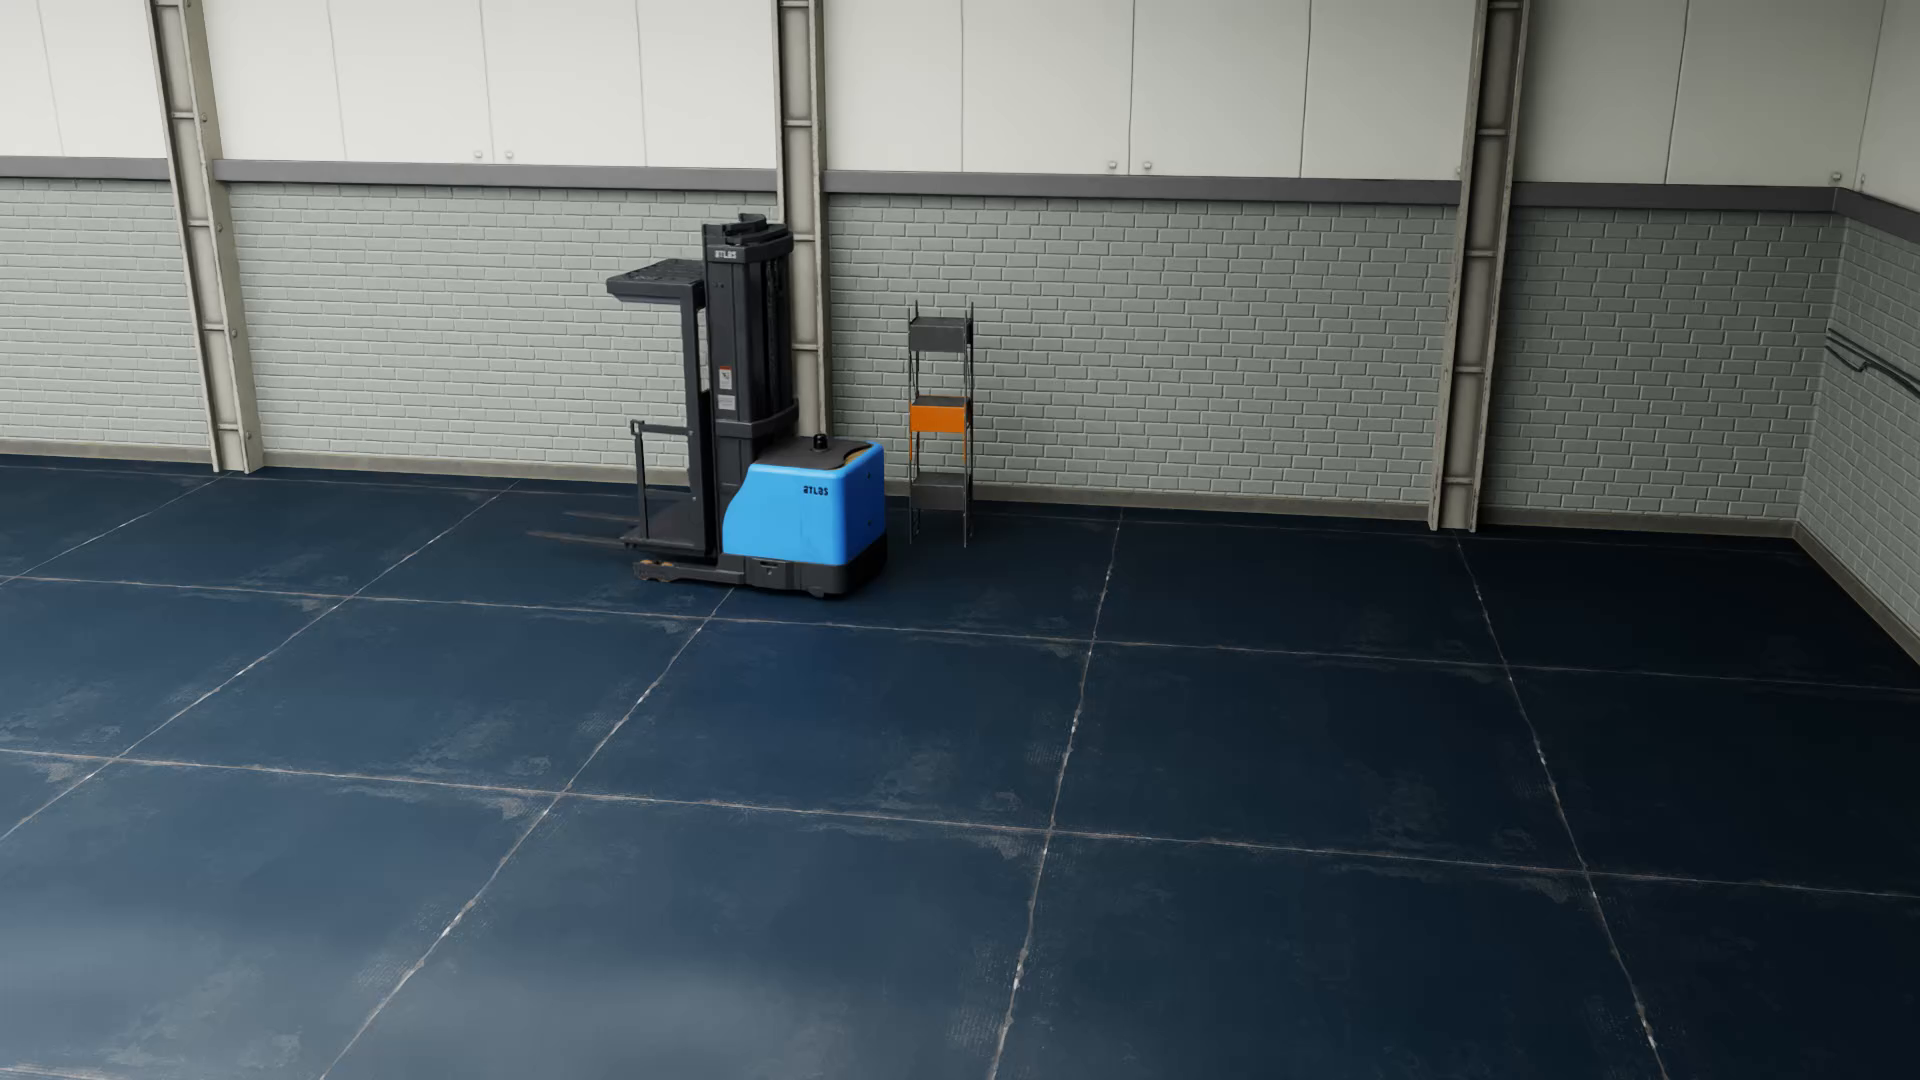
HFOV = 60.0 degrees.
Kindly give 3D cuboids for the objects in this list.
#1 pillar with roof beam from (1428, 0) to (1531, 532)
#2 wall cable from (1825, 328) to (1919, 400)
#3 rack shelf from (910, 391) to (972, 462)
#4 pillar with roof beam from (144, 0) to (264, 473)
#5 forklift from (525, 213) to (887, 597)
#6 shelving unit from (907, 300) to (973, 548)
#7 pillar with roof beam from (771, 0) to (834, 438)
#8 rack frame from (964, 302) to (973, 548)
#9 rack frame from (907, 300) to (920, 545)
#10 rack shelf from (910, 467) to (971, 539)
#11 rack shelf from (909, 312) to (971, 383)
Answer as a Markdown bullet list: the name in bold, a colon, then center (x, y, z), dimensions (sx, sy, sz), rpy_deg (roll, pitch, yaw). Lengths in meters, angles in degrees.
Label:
- **pillar with roof beam**: center (3.806, -3.047, 9.728), dimensions (0.400, 9.000, 9.100), rpy_deg (3, 19, 9)
- **wall cable**: center (7.188, -2.361, 12.570), dimensions (0.112, 2.526, 3.097), rpy_deg (3, 19, 9)
- **rack shelf**: center (-0.163, -0.991, 14.499), dimensions (0.480, 0.518, 0.431), rpy_deg (3, 19, 9)
- **pillar with roof beam**: center (-8.042, -3.651, 11.533), dimensions (0.400, 9.000, 9.100), rpy_deg (3, 19, 9)
- **forklift**: center (-2.195, -1.188, 13.735), dimensions (3.031, 2.935, 1.130), rpy_deg (6, 19, 17)
- **shelving unit**: center (-0.163, -1.004, 14.495), dimensions (0.503, 2.100, 0.431), rpy_deg (3, 19, 9)
- **pillar with roof beam**: center (-2.118, -3.349, 10.630), dimensions (0.400, 9.000, 9.100), rpy_deg (3, 19, 9)
- **rack frame**: center (0.077, -0.992, 14.458), dimensions (0.015, 2.100, 0.400), rpy_deg (3, 19, 9)
- **rack frame**: center (-0.404, -1.016, 14.532), dimensions (0.015, 2.100, 0.400), rpy_deg (3, 19, 9)
- **rack shelf**: center (-0.163, -0.327, 14.721), dimensions (0.480, 0.518, 0.431), rpy_deg (3, 19, 9)
- **rack shelf**: center (-0.163, -1.655, 14.277), dimensions (0.480, 0.518, 0.431), rpy_deg (3, 19, 9)
